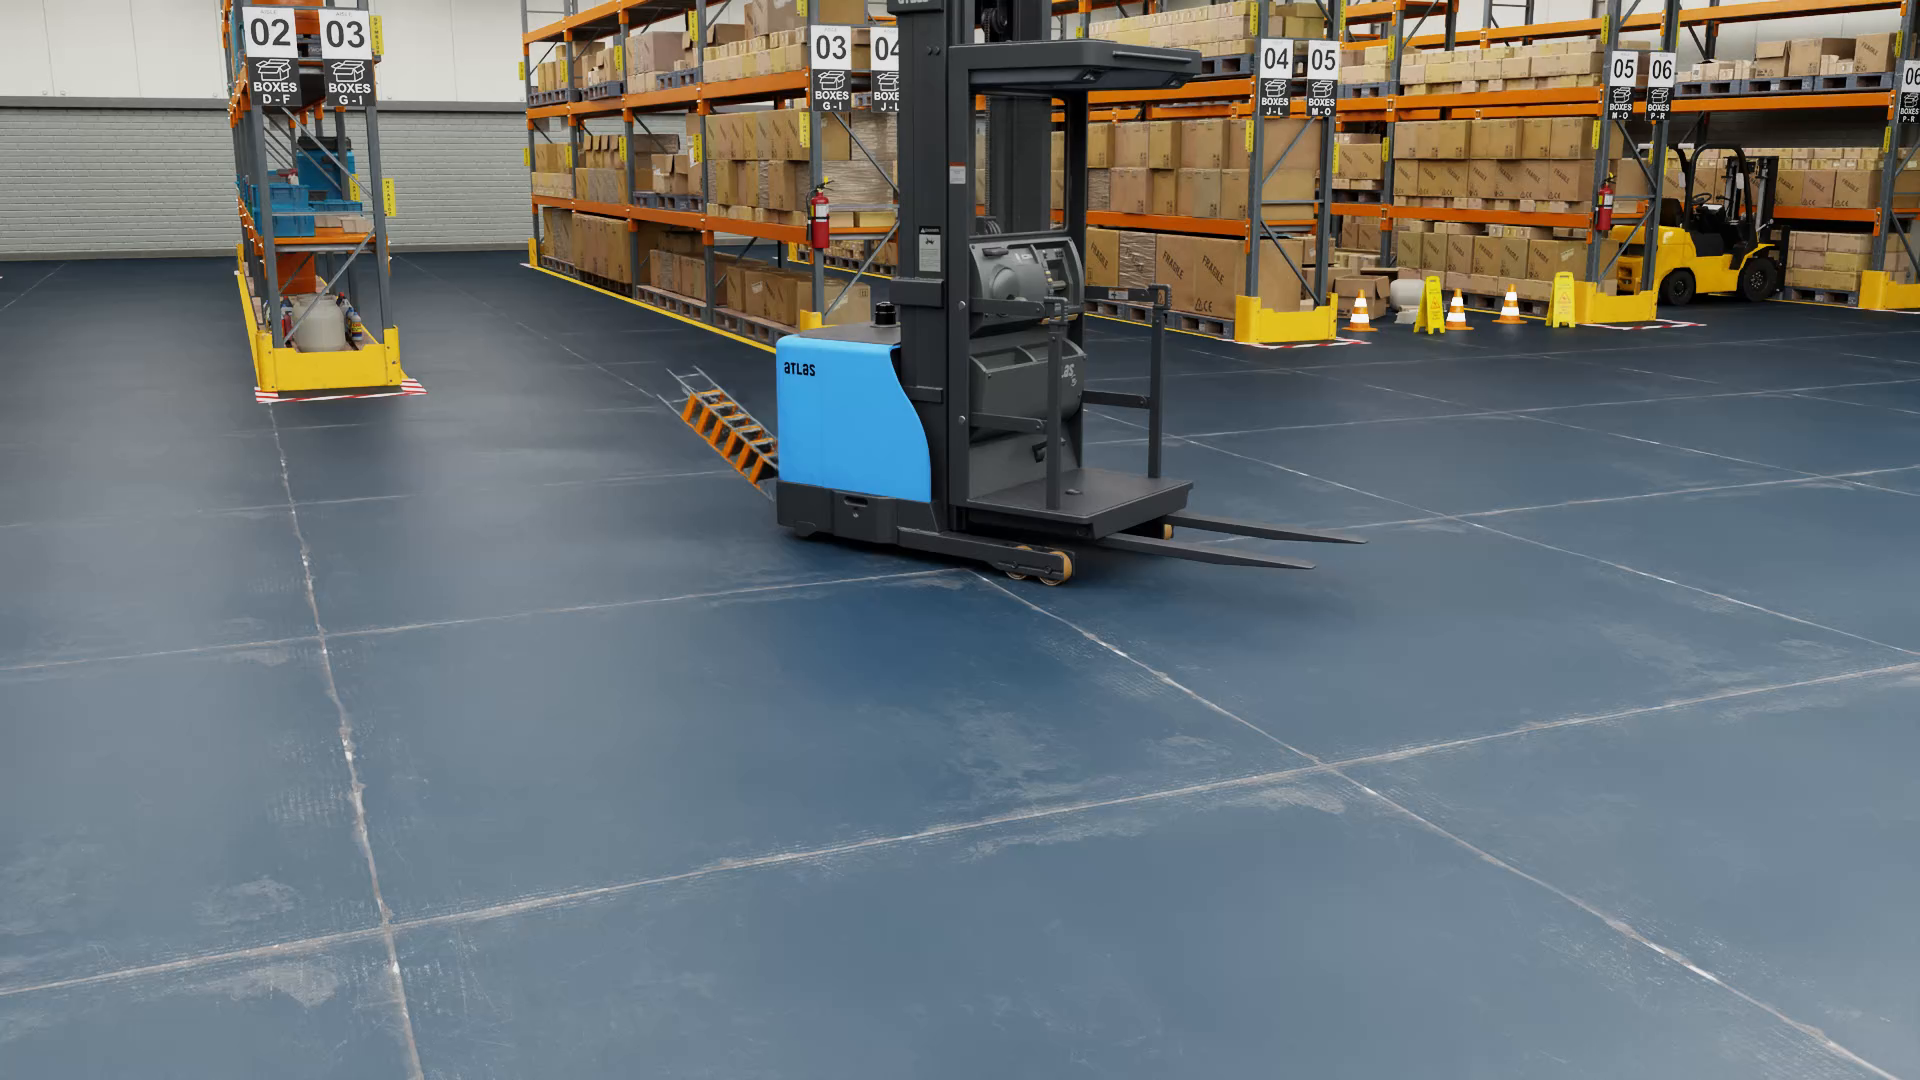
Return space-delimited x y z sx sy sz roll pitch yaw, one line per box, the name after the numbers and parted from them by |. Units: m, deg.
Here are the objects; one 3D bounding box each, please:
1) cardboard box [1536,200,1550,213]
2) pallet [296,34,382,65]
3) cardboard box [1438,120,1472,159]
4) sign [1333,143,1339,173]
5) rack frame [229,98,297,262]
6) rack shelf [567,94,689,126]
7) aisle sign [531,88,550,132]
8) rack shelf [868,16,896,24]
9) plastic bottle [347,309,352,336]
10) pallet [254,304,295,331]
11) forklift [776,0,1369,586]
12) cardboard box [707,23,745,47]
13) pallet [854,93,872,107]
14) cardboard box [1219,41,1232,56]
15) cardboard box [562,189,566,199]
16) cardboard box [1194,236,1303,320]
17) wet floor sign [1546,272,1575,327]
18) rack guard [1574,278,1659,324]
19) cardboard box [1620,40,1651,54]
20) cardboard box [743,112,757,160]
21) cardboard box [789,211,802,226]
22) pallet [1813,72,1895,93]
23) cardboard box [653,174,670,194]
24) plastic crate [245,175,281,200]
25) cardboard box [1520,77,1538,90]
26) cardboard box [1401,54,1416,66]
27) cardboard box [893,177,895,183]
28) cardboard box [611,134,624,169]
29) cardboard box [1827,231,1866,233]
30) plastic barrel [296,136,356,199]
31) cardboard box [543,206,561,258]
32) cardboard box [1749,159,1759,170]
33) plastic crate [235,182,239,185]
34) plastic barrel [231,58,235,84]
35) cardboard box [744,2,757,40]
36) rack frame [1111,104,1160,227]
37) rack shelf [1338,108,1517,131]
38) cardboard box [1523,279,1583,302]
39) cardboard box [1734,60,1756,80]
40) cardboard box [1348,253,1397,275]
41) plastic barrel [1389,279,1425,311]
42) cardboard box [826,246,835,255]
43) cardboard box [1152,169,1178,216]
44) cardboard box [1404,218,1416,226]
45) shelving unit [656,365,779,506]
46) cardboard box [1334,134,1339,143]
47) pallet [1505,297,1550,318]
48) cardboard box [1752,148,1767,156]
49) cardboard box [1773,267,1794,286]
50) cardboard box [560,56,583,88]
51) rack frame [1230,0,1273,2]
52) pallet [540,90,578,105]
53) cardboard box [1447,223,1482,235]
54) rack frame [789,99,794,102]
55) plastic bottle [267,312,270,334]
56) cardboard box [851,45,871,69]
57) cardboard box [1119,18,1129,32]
7.473 -4.195 20.900 0.380 0.149 0.250 -6 14 -24 | cardboard box
-5.756 -4.369 14.860 1.003 0.211 1.213 -6 14 -23 | pallet
6.841 -5.345 22.213 0.700 0.500 0.500 -6 14 -24 | cardboard box
4.121 -4.203 18.284 0.100 0.325 0.005 -6 14 -23 | sign
-11.923 -6.125 28.683 1.000 3.000 0.127 -6 14 -23 | rack frame
-4.981 -6.444 25.003 1.077 0.370 4.000 -6 14 -23 | rack shelf
-7.688 -7.827 30.270 0.394 0.787 0.004 -6 14 -23 | aisle sign
-1.998 -9.157 30.081 1.077 0.370 4.000 -6 14 -23 | rack shelf
-6.132 -2.199 16.794 0.097 0.271 0.097 0 13 0 | plastic bottle
-7.959 -2.699 20.062 1.003 0.211 1.213 -6 14 -23 | pallet
0.511 -1.346 8.185 3.031 2.935 1.130 9 16 34 | forklift
-2.675 -5.916 19.965 0.797 0.503 0.637 -6 14 -26 | cardboard box
-1.048 -7.406 27.981 1.213 0.211 1.003 -6 14 -23 | pallet
3.066 -5.377 18.200 0.380 0.149 0.250 -5 14 -22 | cardboard box
-6.411 -5.763 27.677 0.380 0.149 0.250 -6 14 -24 | cardboard box
3.277 -2.998 18.951 0.875 0.875 0.875 -6 14 -23 | cardboard box
7.200 -2.879 19.879 0.267 0.644 0.232 -1 13 -4 | wet floor sign
8.074 -2.960 20.551 1.175 0.500 0.348 -6 14 -23 | rack guard
8.149 -5.981 20.198 0.380 0.149 0.250 -6 14 -23 | cardboard box
-2.019 -4.349 17.911 0.500 0.500 0.500 -6 14 -23 | cardboard box
-1.526 -3.284 16.962 0.380 0.149 0.250 -6 14 -23 | cardboard box
12.392 -6.178 22.454 1.003 0.211 1.213 -6 14 -23 | pallet
-3.719 -4.684 21.858 0.500 0.250 0.500 -6 14 -25 | cardboard box
-8.351 -4.142 19.973 0.402 0.464 0.583 -6 14 -23 | plastic crate
7.317 -5.762 21.016 0.380 0.149 0.250 -6 14 -23 | cardboard box
6.329 -6.621 22.963 0.380 0.149 0.250 -6 14 -24 | cardboard box
-0.933 -5.863 27.177 0.380 0.149 0.250 -6 14 -24 | cardboard box
-4.717 -5.745 24.592 0.797 0.503 0.637 -5 14 -22 | cardboard box
12.429 -4.183 23.239 0.500 0.250 0.500 -6 14 -23 | cardboard box
-6.993 -3.997 18.378 0.600 0.901 0.708 -6 14 -23 | plastic barrel
-7.055 -5.617 30.268 0.875 0.875 0.875 -6 14 -23 | cardboard box
11.537 -5.392 23.852 0.380 0.149 0.250 -6 14 -24 | cardboard box
-11.862 -5.856 27.759 0.416 0.233 0.300 -6 14 -23 | plastic crate
-8.875 -5.896 20.794 0.421 0.512 0.421 0 13 0 | plastic barrel
-2.164 -5.922 19.162 0.500 0.500 0.500 -6 14 -25 | cardboard box
3.298 -6.641 30.913 1.000 3.000 0.127 -6 14 -23 | rack frame
8.645 -7.788 30.811 1.077 0.370 4.000 -6 14 -23 | rack shelf
7.525 -3.175 21.102 0.500 0.250 0.500 -6 14 -23 | cardboard box
11.365 -6.753 23.887 0.396 0.266 0.258 -6 14 -24 | cardboard box
6.290 -4.021 24.488 0.950 0.372 0.625 -5 14 -22 | cardboard box
5.890 -3.197 21.744 0.512 0.421 0.421 4 14 16 | plastic barrel
-2.251 -5.360 30.767 0.380 0.149 0.250 -6 14 -23 | cardboard box
2.820 -4.184 19.964 0.875 0.550 0.500 -6 14 -23 | cardboard box
8.511 -5.923 30.981 0.380 0.149 0.250 -6 14 -26 | cardboard box
-1.270 -0.582 9.645 1.200 0.189 0.258 41 31 22 | shelving unit
5.691 -5.974 24.776 0.380 0.149 0.250 -6 14 -25 | cardboard box
7.781 -2.990 21.322 1.003 0.211 1.213 -6 14 -23 | pallet
11.610 -5.546 23.859 0.380 0.149 0.250 -6 14 -23 | cardboard box
11.791 -3.753 23.598 0.500 0.250 0.500 -5 14 -22 | cardboard box
-6.151 -7.666 27.312 0.700 0.500 0.500 -7 15 -26 | cardboard box
6.242 -10.840 35.748 1.000 3.000 0.127 -6 14 -23 | rack frame
-6.585 -7.586 28.539 1.003 0.211 1.213 -6 14 -23 | pallet
6.804 -4.196 22.412 0.380 0.149 0.250 -5 14 -20 | cardboard box
-2.800 -9.923 31.785 1.000 3.000 0.127 -6 14 -23 | rack frame
-6.783 -2.130 16.486 0.152 0.276 0.135 -6 14 -25 | plastic bottle
-0.932 -4.778 16.543 0.500 0.250 0.500 -5 14 -21 | cardboard box
2.148 -6.238 20.154 0.380 0.149 0.250 -6 14 -24 | cardboard box
